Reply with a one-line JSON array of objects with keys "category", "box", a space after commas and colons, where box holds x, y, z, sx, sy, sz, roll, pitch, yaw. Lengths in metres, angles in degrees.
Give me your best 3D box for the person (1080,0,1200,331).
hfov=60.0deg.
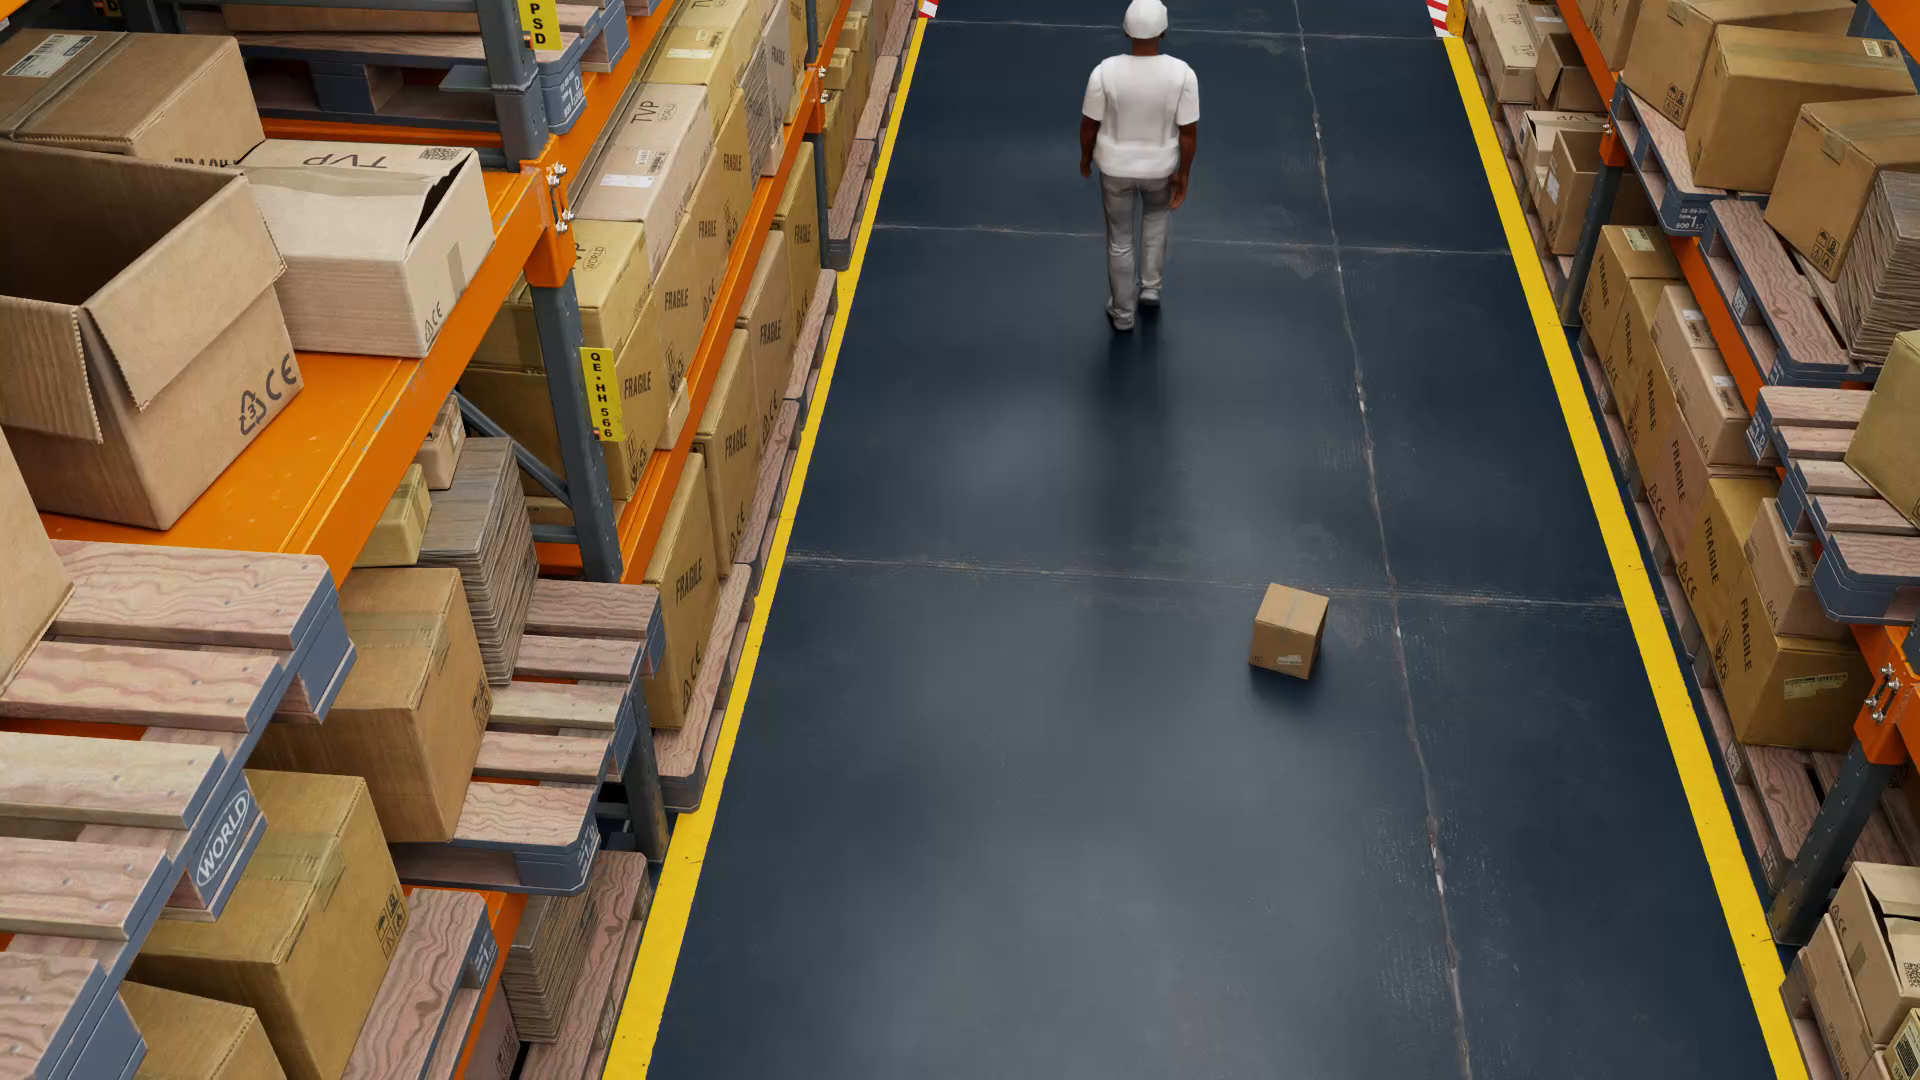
[{"category": "person", "box": [0.879, -1.901, 8.414, 0.564, 1.806, 0.483, 0, 40, 0]}]
